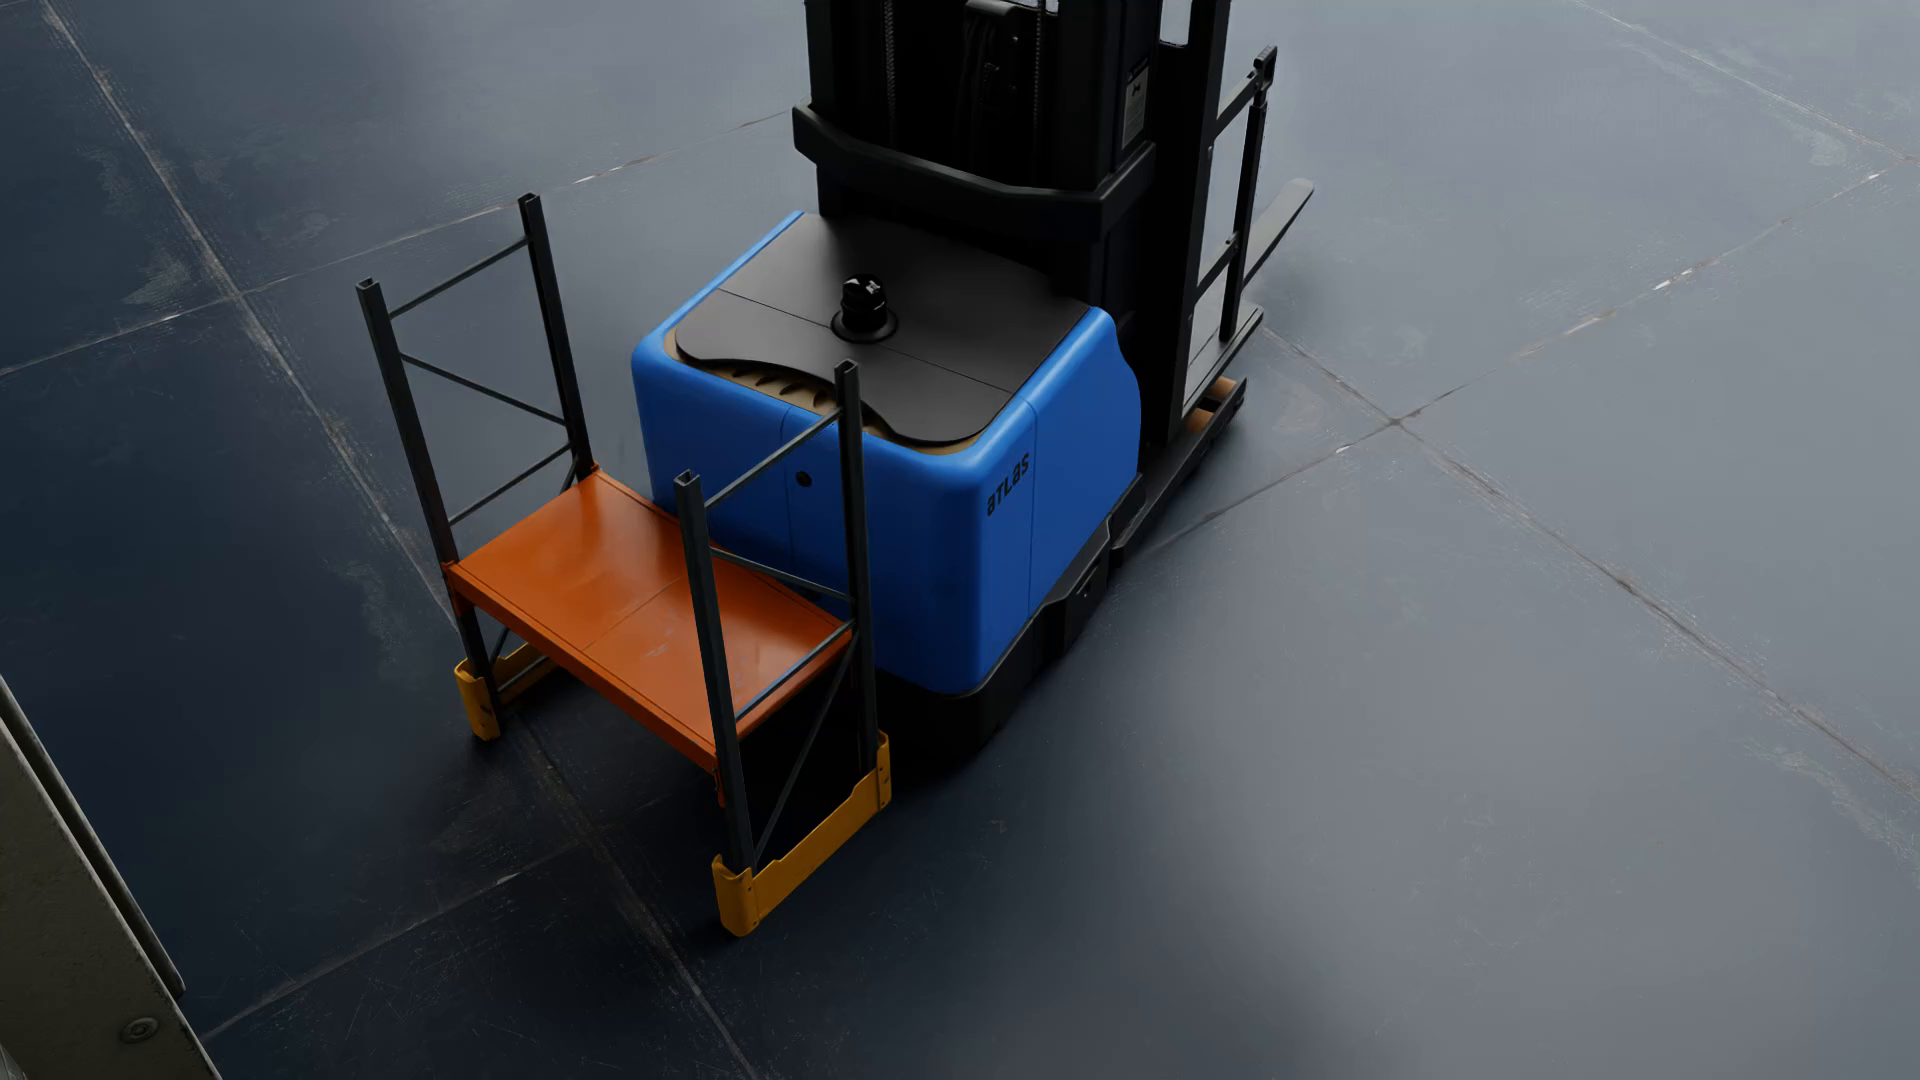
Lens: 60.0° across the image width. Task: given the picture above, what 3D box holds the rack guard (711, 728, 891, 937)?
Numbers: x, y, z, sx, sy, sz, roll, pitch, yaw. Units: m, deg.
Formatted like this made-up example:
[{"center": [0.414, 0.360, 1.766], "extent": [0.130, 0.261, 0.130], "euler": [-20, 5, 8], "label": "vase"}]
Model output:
[{"center": [-0.397, 0.745, 4.289], "extent": [0.087, 0.250, 0.587], "euler": [30, 51, 27], "label": "rack guard"}]

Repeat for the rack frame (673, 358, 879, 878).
[{"center": [-0.382, 0.301, 3.849], "extent": [0.032, 1.500, 0.500], "euler": [30, 51, 27], "label": "rack frame"}]

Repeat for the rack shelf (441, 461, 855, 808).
[{"center": [-0.773, 0.207, 4.207], "extent": [1.000, 0.185, 0.538], "euler": [30, 51, 27], "label": "rack shelf"}]

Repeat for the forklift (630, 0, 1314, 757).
[{"center": [0.312, -1.478, 4.675], "extent": [1.130, 2.935, 3.031], "euler": [22, 48, 21], "label": "forklift"}]

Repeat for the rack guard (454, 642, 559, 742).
[{"center": [-1.164, 0.306, 4.748], "extent": [0.087, 0.250, 0.587], "euler": [30, 51, 27], "label": "rack guard"}]

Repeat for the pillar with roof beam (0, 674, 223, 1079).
[{"center": [1.583, -3.706, 2.615], "extent": [9.100, 9.000, 0.400], "euler": [-26, 49, -24], "label": "pillar with roof beam"}]

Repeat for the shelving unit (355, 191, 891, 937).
[{"center": [-0.780, 0.073, 4.087], "extent": [1.083, 1.500, 0.587], "euler": [30, 51, 27], "label": "shelving unit"}]

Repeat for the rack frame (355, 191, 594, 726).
[{"center": [-1.165, -0.147, 4.317], "extent": [0.032, 1.500, 0.500], "euler": [30, 51, 27], "label": "rack frame"}]
